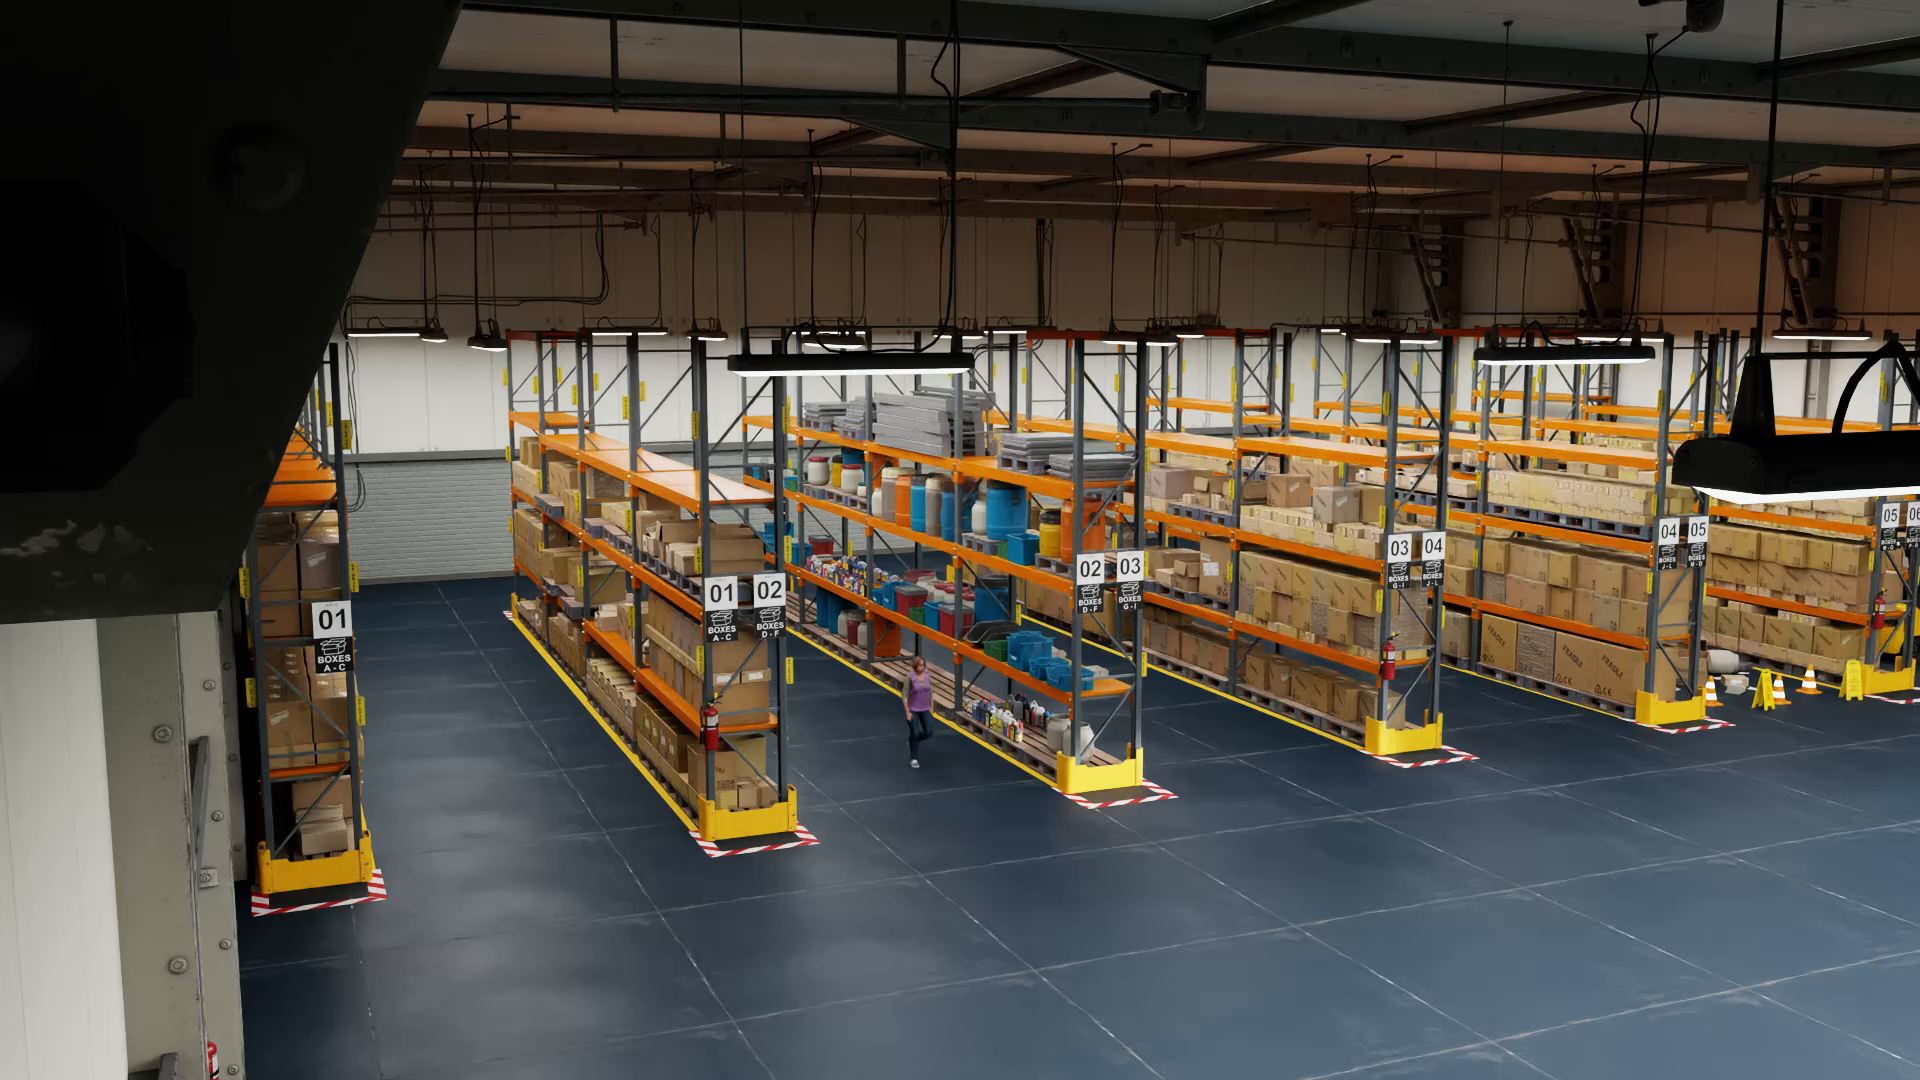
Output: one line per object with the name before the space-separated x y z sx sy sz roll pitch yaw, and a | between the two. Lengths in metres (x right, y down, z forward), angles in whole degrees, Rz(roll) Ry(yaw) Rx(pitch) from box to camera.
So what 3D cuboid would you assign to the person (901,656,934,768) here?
person | -0.617 2.389 23.427 0.502 1.578 0.477 -4 9 -24
